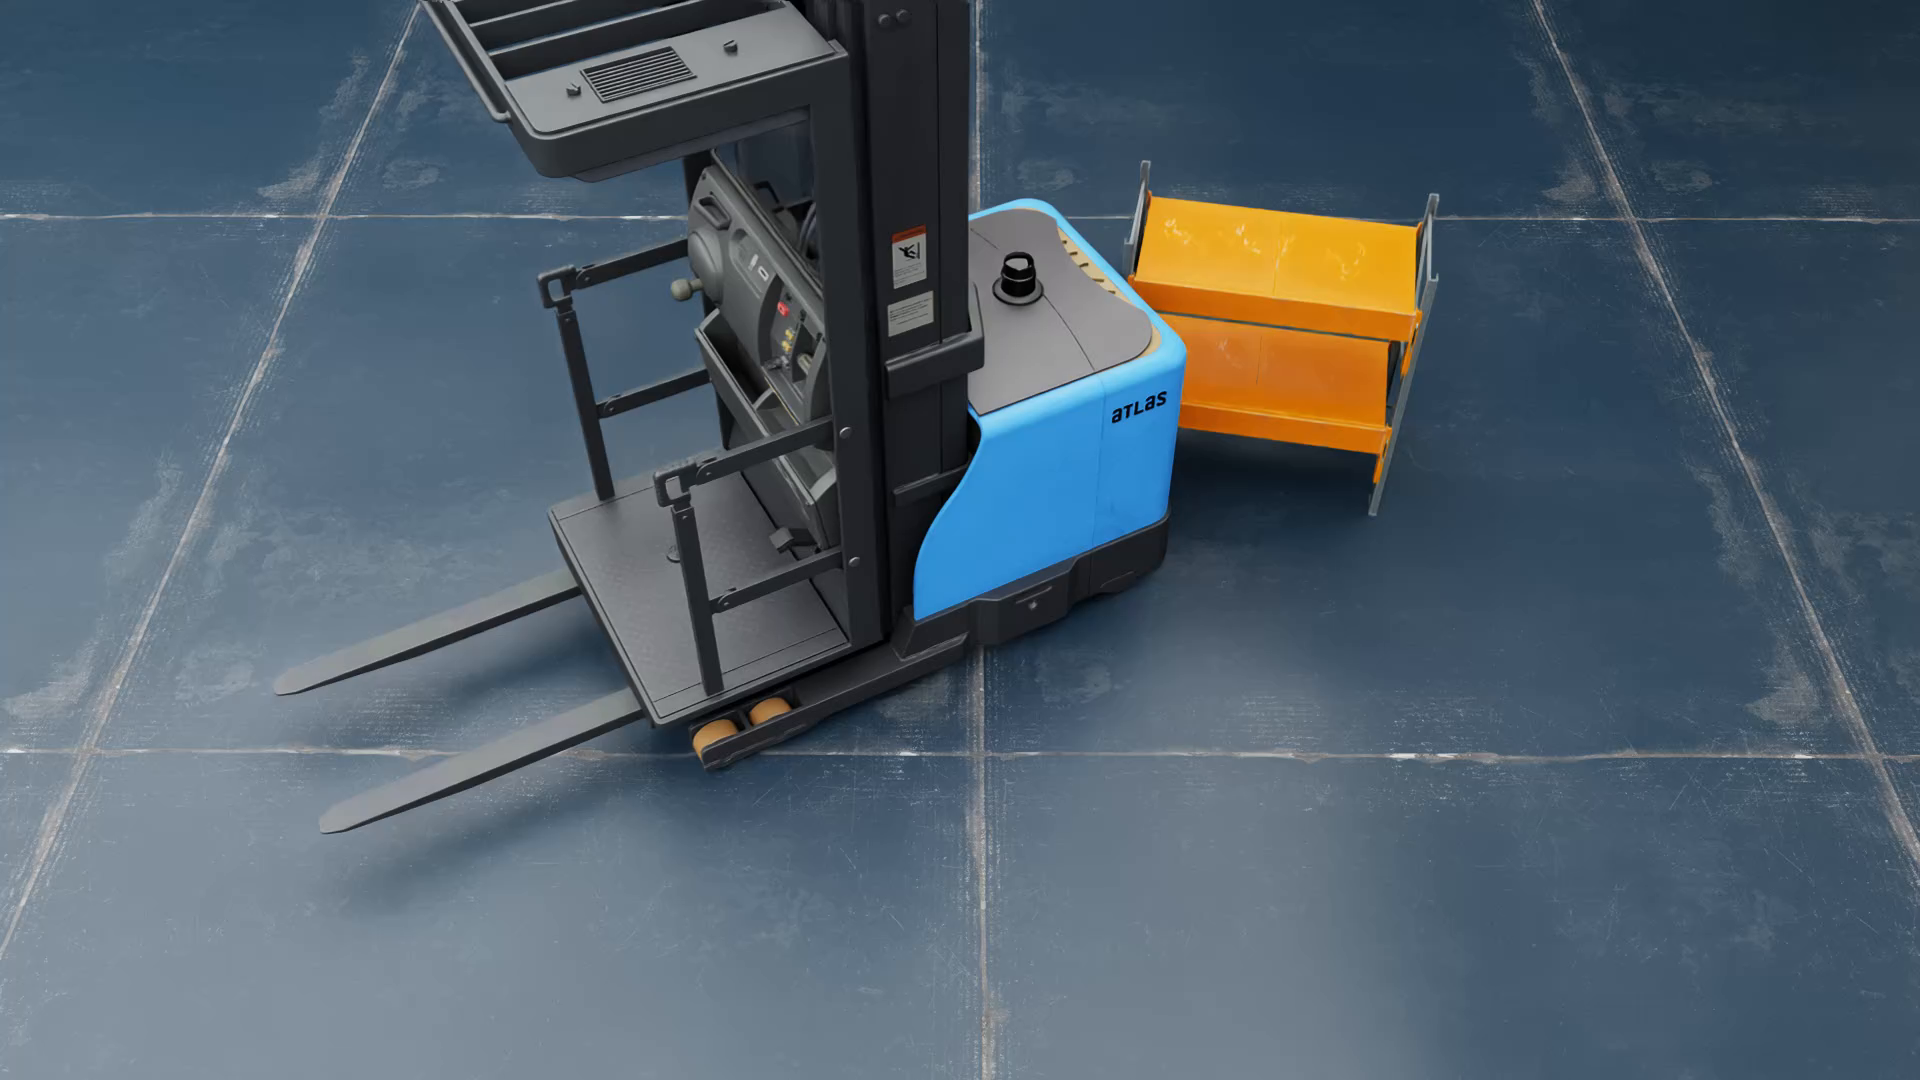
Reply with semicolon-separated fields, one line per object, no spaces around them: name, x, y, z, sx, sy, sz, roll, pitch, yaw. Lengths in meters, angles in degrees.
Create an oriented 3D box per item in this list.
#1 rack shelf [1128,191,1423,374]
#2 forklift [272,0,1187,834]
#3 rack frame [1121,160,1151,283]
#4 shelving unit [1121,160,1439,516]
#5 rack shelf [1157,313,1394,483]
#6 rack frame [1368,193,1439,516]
rack shelf;1.121;-0.928;5.946;1.000;0.278;0.538;8;48;8
forklift;-0.789;-0.686;4.886;3.031;2.935;1.130;-22;51;-19
rack frame;0.623;-0.802;6.228;0.032;1.125;0.500;8;48;8
shelving unit;1.121;-0.729;6.160;1.048;1.125;0.538;8;48;8
rack shelf;1.121;-0.562;6.339;1.000;0.278;0.538;8;48;8
rack frame;1.619;-0.656;6.092;0.032;1.125;0.500;8;48;8
